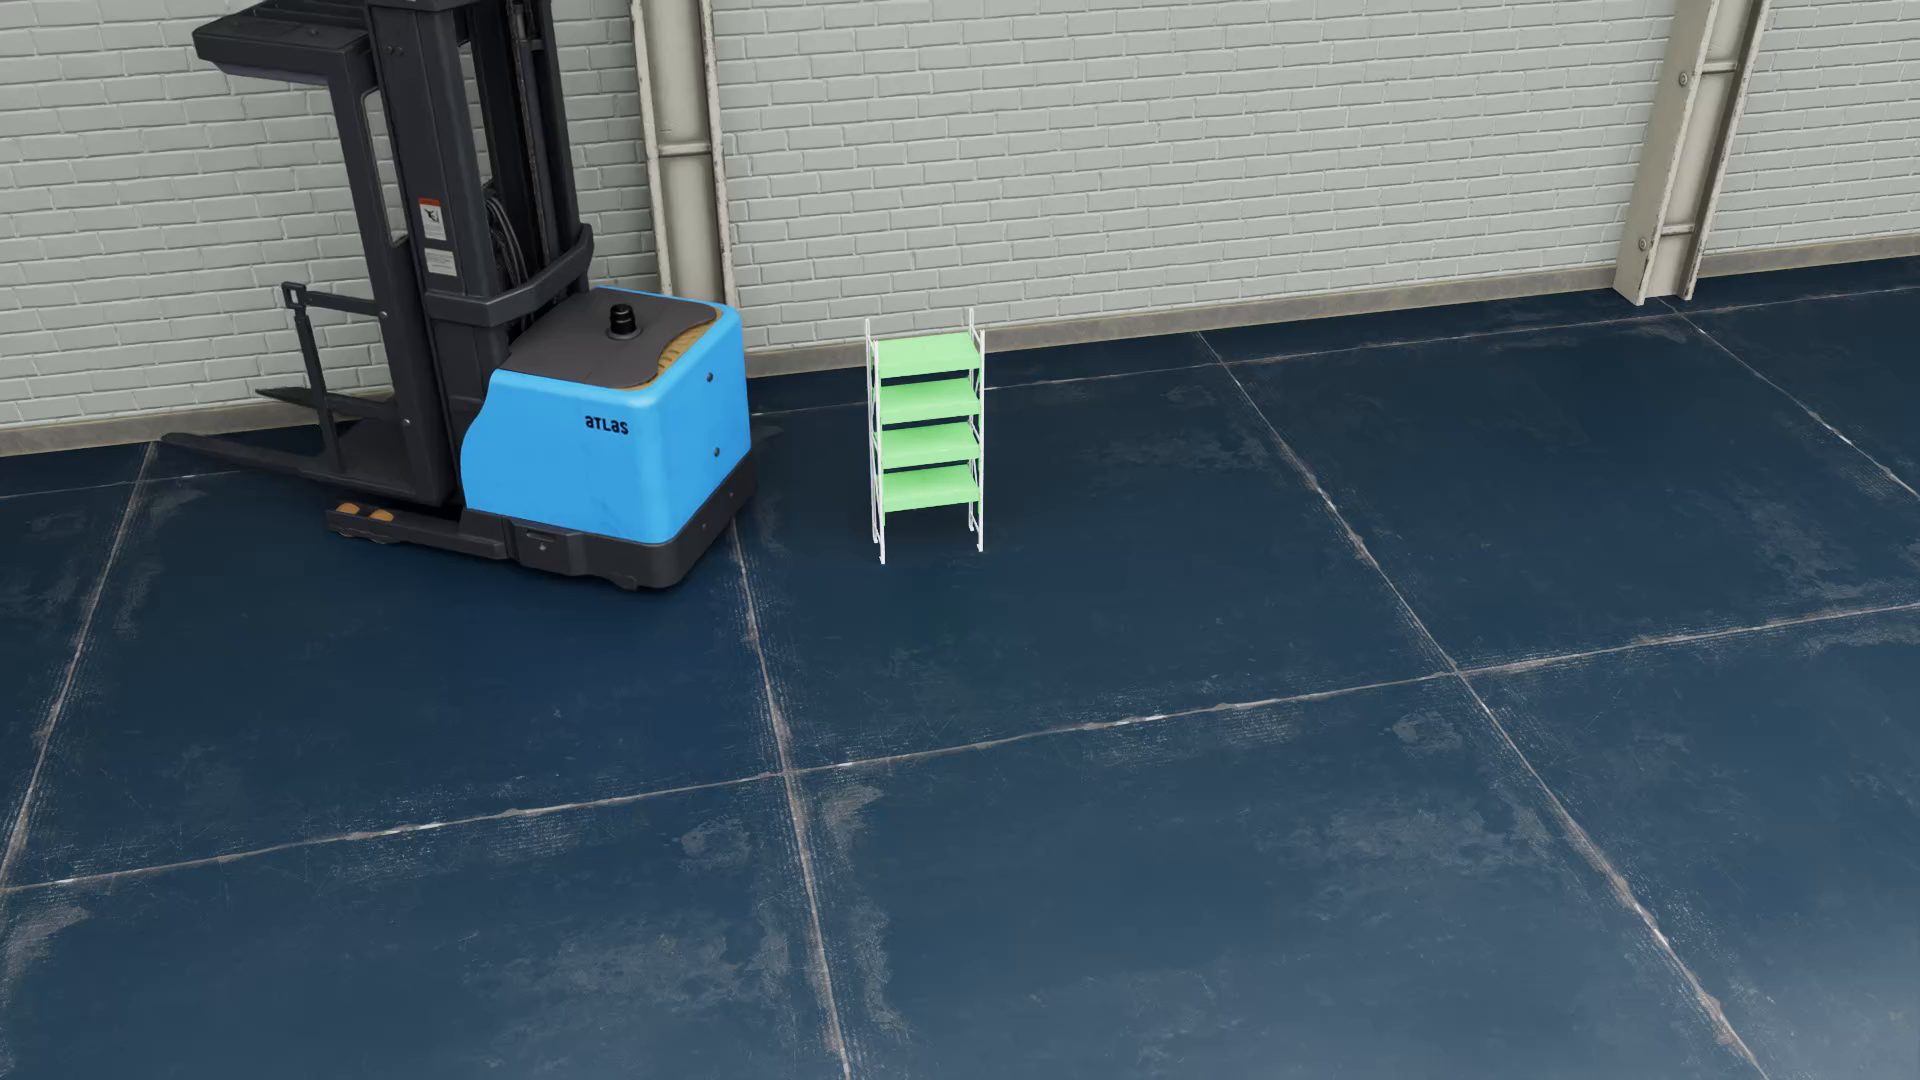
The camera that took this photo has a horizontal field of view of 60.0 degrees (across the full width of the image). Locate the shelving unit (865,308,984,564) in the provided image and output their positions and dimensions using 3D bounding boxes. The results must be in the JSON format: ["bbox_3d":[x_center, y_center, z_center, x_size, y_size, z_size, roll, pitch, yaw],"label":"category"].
[{"bbox_3d":[-0.161,-0.478,7.885,0.503,1.200,0.258,-7,35,-11],"label":"shelving unit"}]

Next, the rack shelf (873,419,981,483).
[{"bbox_3d":[-0.161,-0.425,7.921,0.480,0.148,0.258,-7,35,-11],"label":"rack shelf"}]

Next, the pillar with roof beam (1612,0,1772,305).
[{"bbox_3d":[5.354,-2.978,4.612,0.400,9.000,9.100,-7,35,-11],"label":"pillar with roof beam"}]

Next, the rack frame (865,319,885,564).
[{"bbox_3d":[-0.399,-0.448,7.841,0.015,1.200,0.240,-7,35,-11],"label":"rack frame"}]

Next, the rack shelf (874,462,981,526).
[{"bbox_3d":[-0.161,-0.226,8.055,0.480,0.148,0.258,-7,35,-11],"label":"rack shelf"}]

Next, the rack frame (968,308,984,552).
[{"bbox_3d":[0.077,-0.508,7.930,0.015,1.200,0.240,-7,35,-11],"label":"rack frame"}]

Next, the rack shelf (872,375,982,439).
[{"bbox_3d":[-0.161,-0.624,7.787,0.480,0.148,0.258,-7,35,-11],"label":"rack shelf"}]

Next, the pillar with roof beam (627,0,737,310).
[{"bbox_3d":[-0.498,-2.241,3.513,0.400,9.000,9.100,-7,35,-11],"label":"pillar with roof beam"}]

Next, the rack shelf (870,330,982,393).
[{"bbox_3d":[-0.161,-0.823,7.653,0.480,0.148,0.258,-7,35,-11],"label":"rack shelf"}]

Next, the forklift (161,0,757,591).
[{"bbox_3d":[-2.614,-1.463,7.800,3.031,2.935,1.130,11,35,15],"label":"forklift"}]
